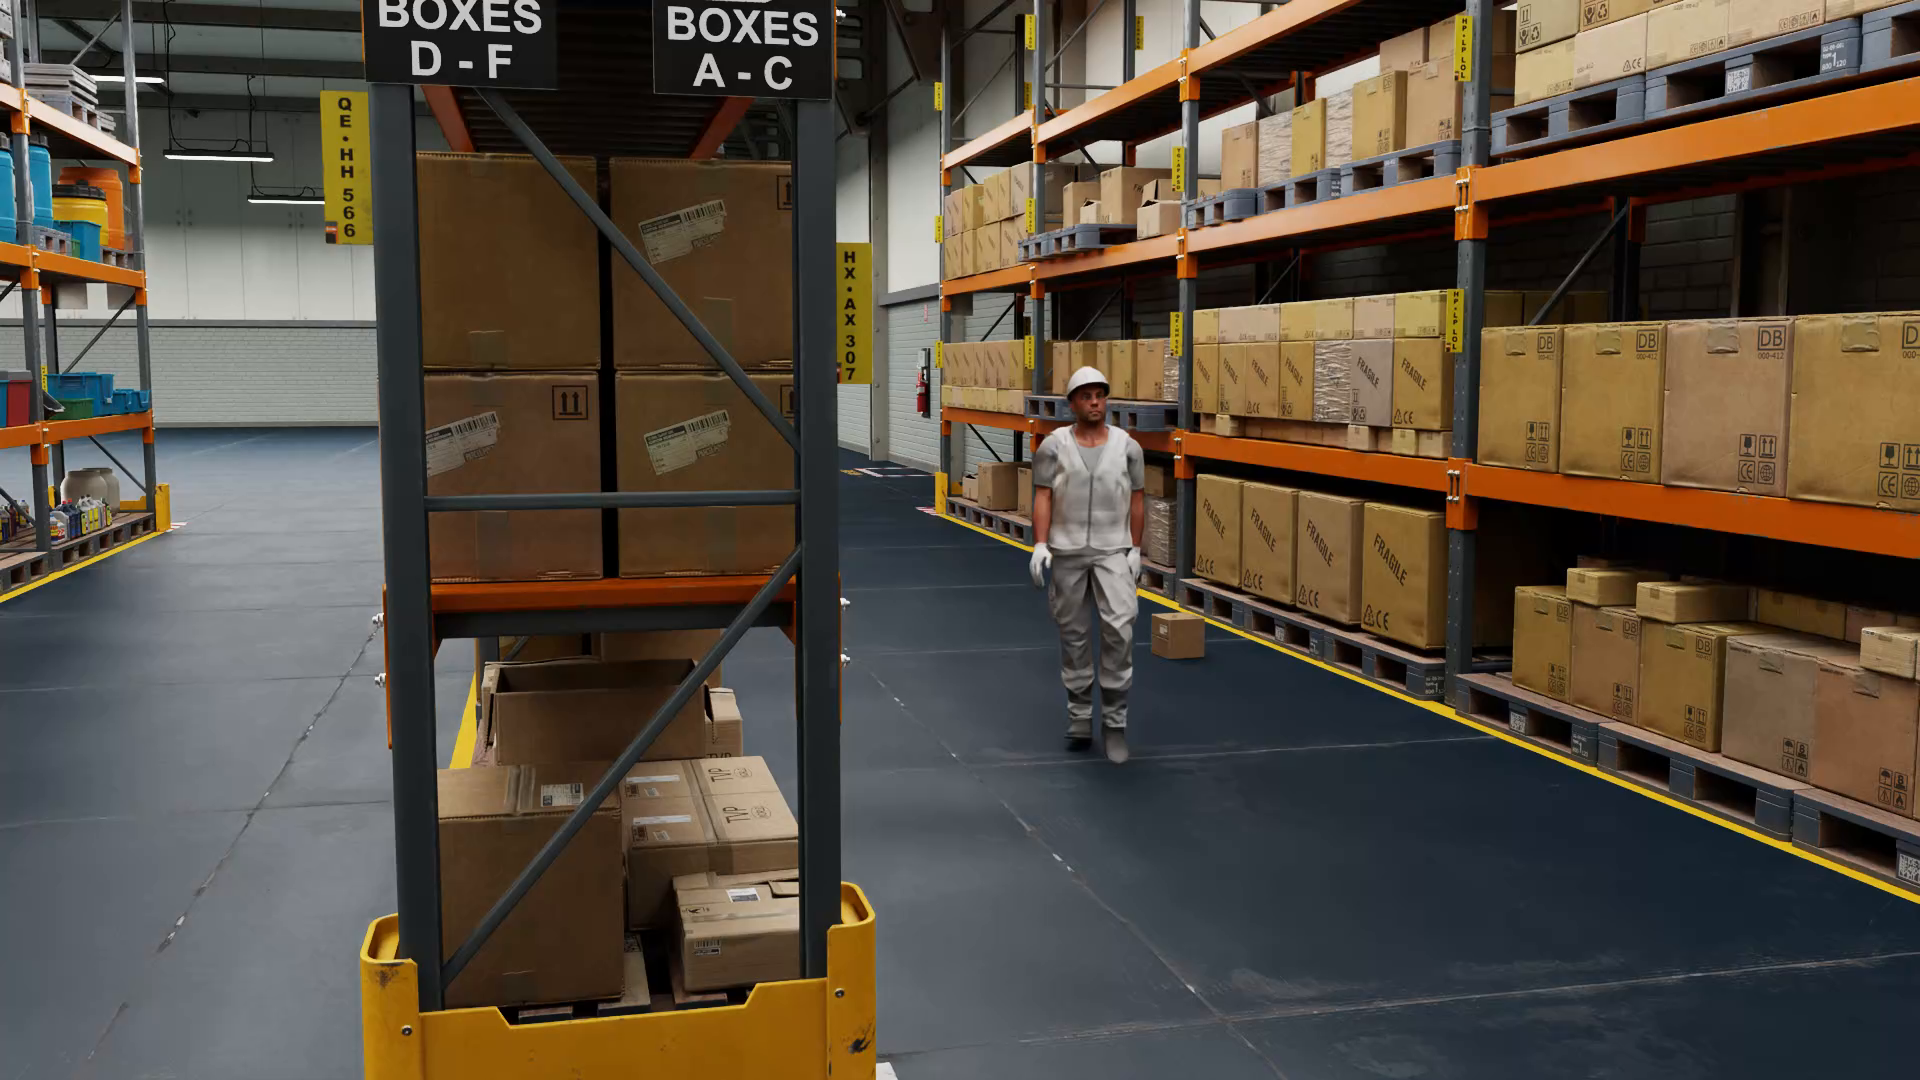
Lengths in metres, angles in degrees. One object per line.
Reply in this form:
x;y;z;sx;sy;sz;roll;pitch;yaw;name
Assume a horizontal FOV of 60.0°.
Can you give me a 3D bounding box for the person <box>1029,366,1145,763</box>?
0.598;0.112;7.786;0.538;1.841;0.528;0;6;5;person
